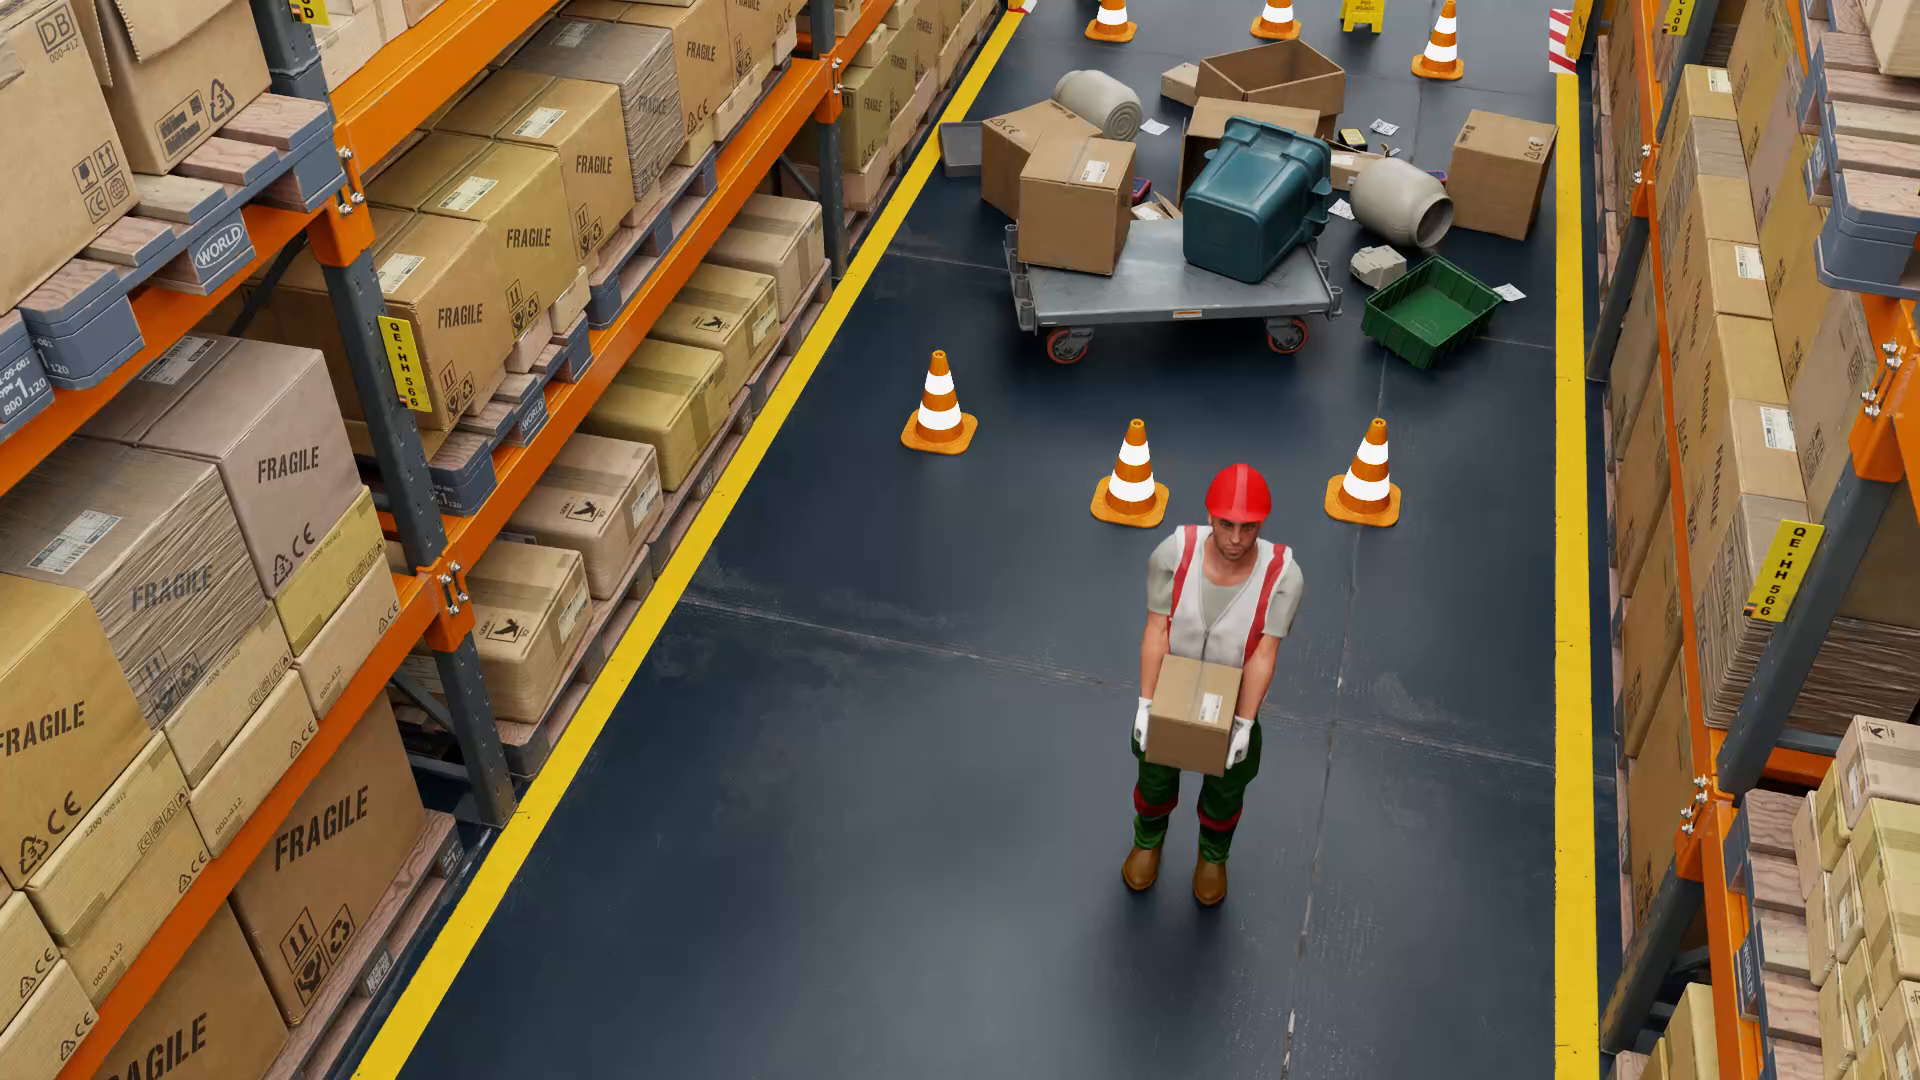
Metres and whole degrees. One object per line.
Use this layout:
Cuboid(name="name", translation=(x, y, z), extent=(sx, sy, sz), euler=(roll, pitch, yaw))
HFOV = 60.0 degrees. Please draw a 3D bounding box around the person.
Cuboid(name="person", translation=(0.800, 0.667, 5.562), extent=(0.494, 1.529, 0.561), euler=(11, 42, 12))
